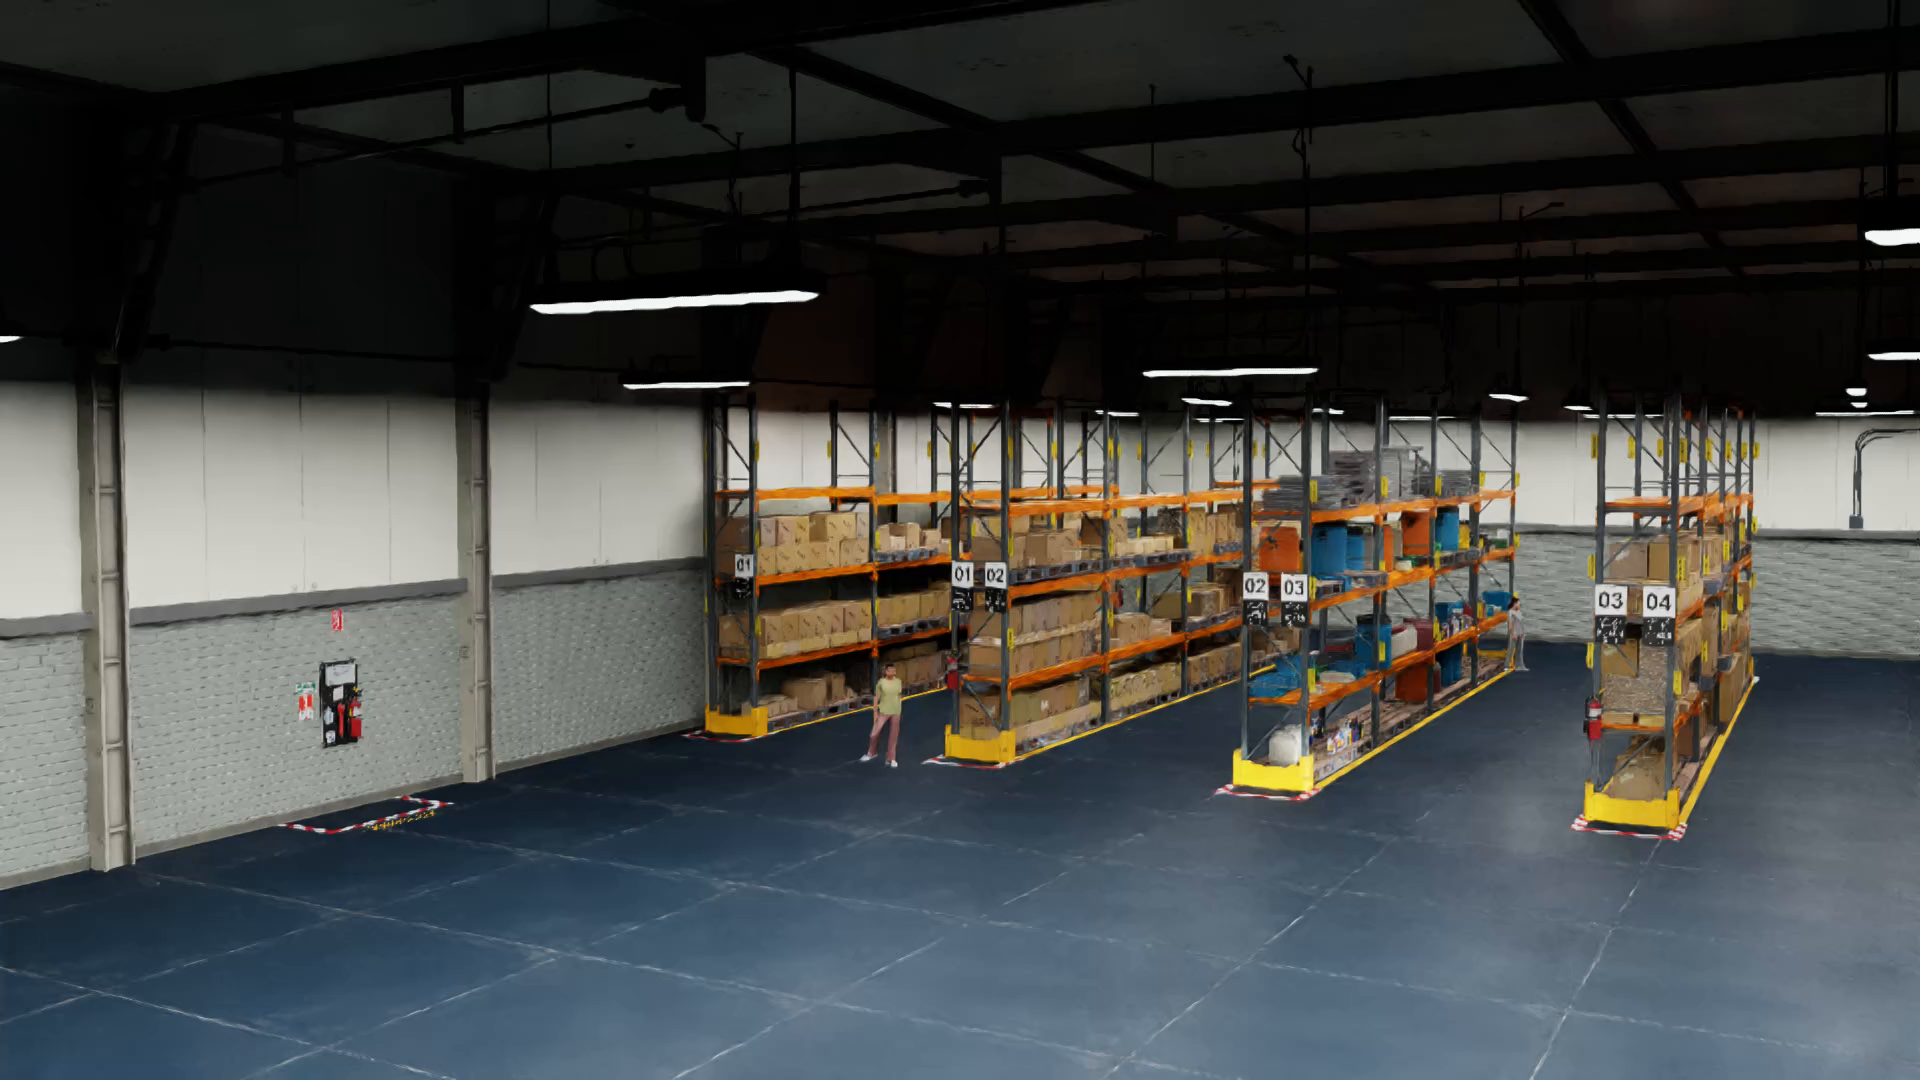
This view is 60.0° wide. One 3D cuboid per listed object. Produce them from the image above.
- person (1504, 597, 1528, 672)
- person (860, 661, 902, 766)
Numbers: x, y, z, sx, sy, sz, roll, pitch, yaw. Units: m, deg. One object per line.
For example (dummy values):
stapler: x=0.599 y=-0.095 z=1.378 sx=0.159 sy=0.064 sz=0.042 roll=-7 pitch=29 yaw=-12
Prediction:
person: x=12.506 y=2.125 z=37.486 sx=0.619 sy=1.674 sz=0.386 roll=-2 pitch=4 yaw=-39
person: x=-1.244 y=2.748 z=26.372 sx=0.649 sy=1.661 sz=0.484 roll=-1 pitch=3 yaw=-13
